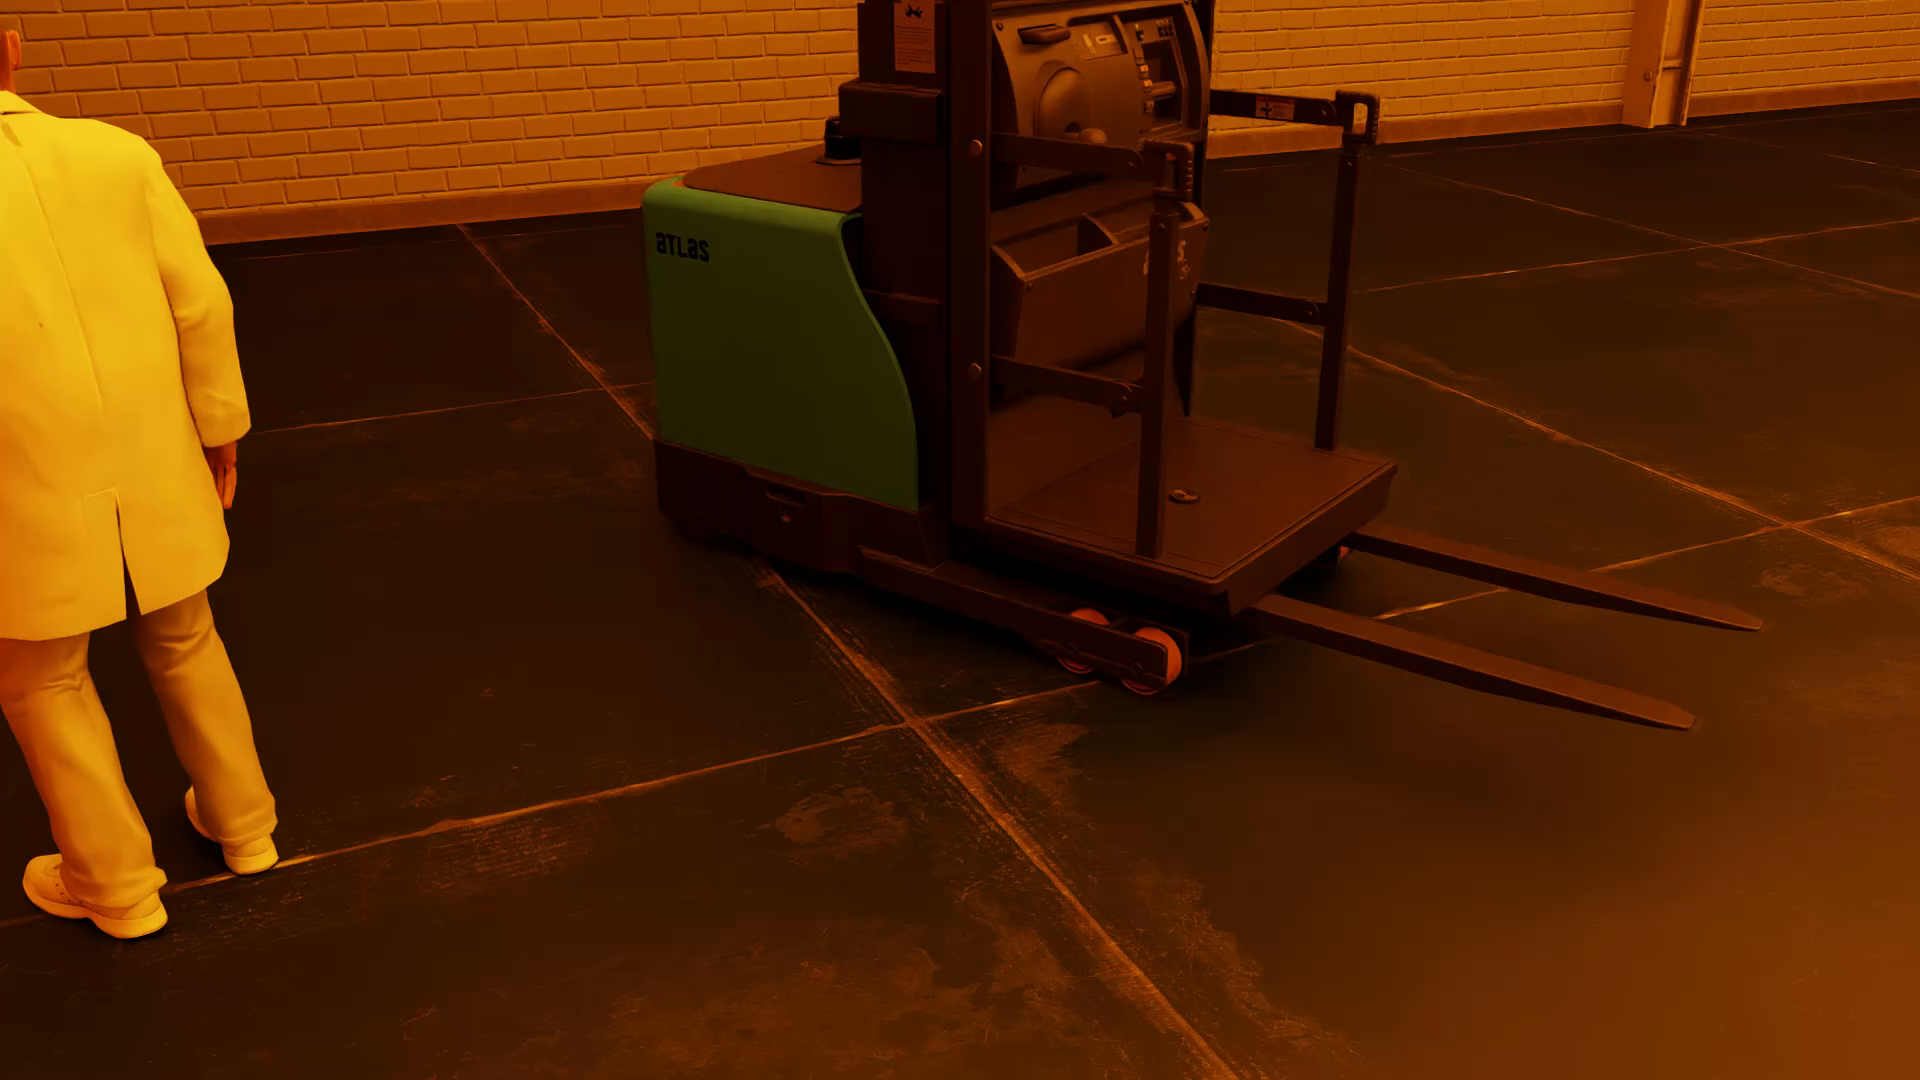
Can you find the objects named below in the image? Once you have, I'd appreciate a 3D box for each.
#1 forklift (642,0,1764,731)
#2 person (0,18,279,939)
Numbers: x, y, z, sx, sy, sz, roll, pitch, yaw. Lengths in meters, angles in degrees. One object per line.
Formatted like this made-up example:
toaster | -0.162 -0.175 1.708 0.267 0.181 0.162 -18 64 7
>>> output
forklift | 0.548 -1.195 4.164 3.031 2.935 1.130 16 27 34
person | -1.648 -0.116 3.075 0.447 1.772 0.678 18 28 36
